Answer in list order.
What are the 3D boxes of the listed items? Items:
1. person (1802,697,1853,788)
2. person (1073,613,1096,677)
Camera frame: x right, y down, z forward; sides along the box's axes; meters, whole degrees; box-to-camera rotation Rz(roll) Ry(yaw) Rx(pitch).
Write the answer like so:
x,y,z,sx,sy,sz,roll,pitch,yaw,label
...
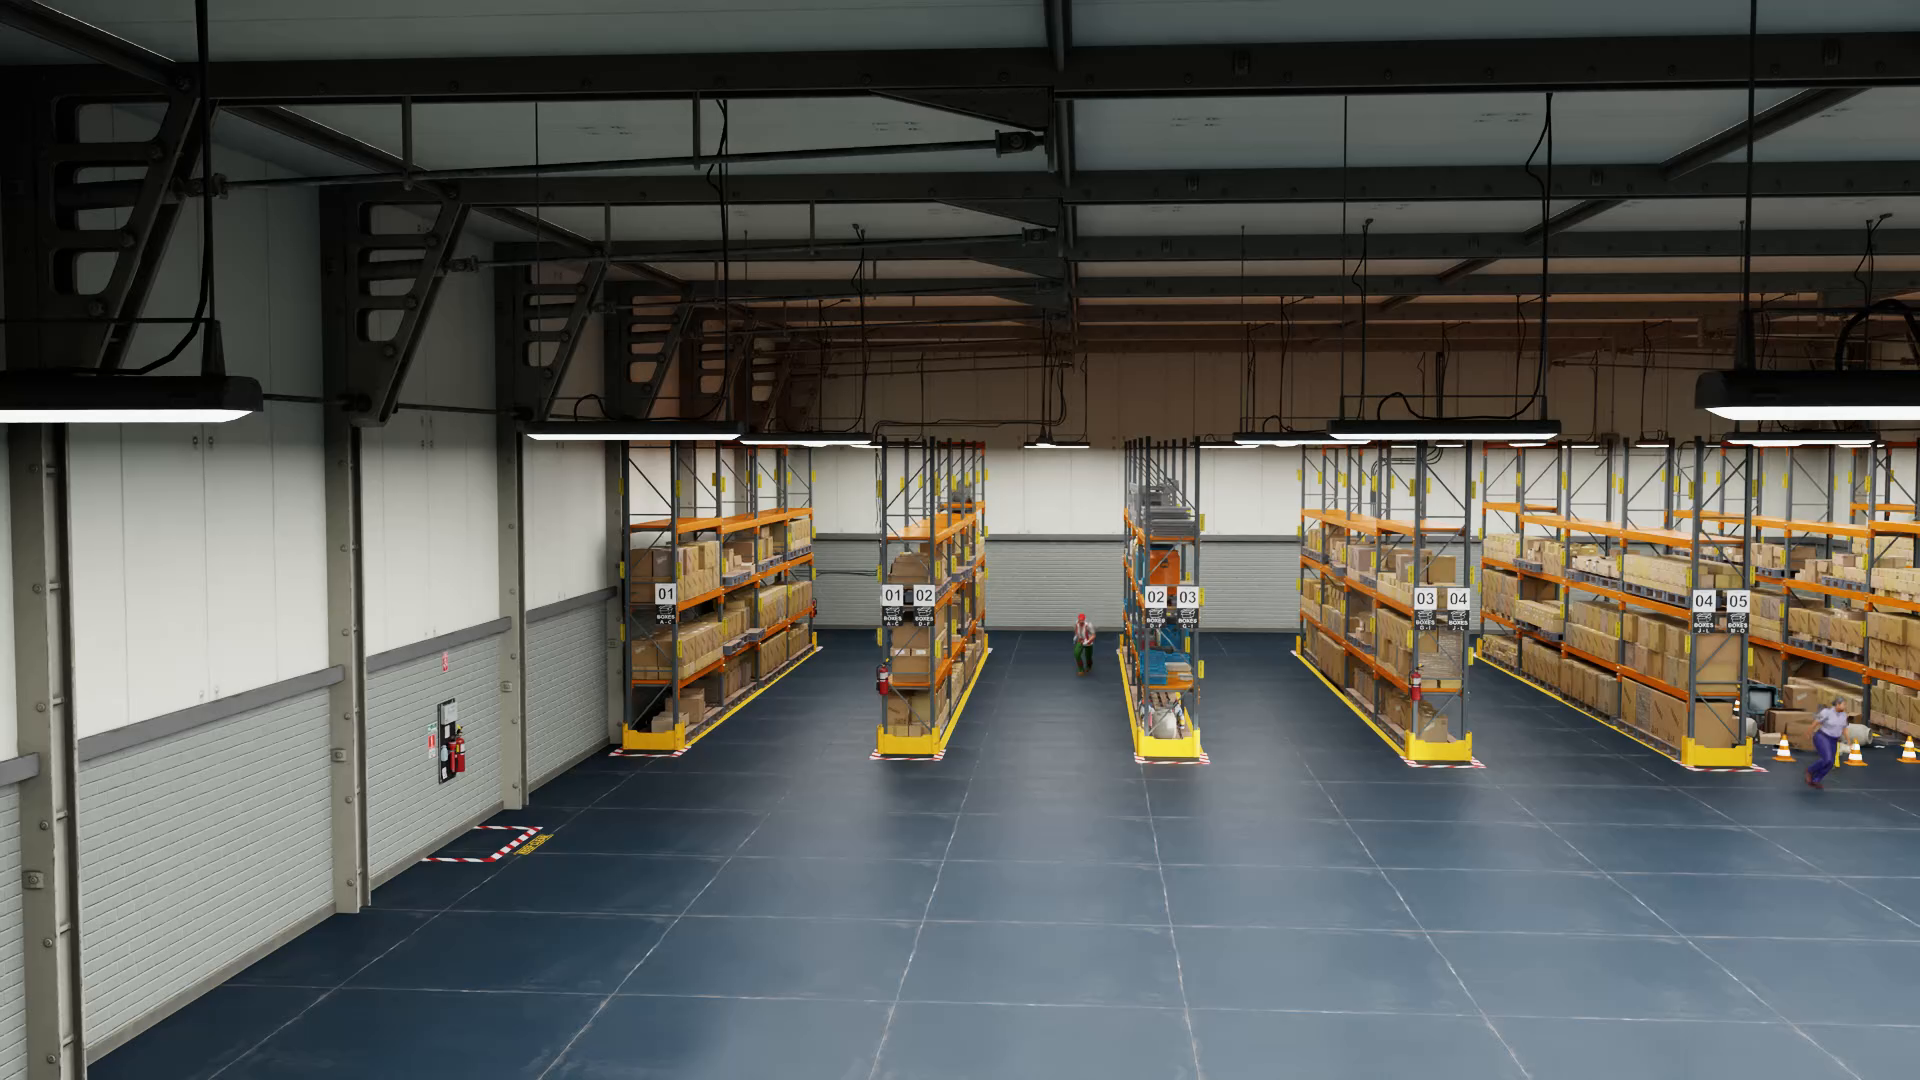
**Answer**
x,y,z,sx,sy,sz,roll,pitch,yaw,label
14.719,3.435,28.203,0.642,1.553,0.688,-1,3,-22,person
3.198,2.628,42.229,0.687,1.611,1.093,1,3,24,person
